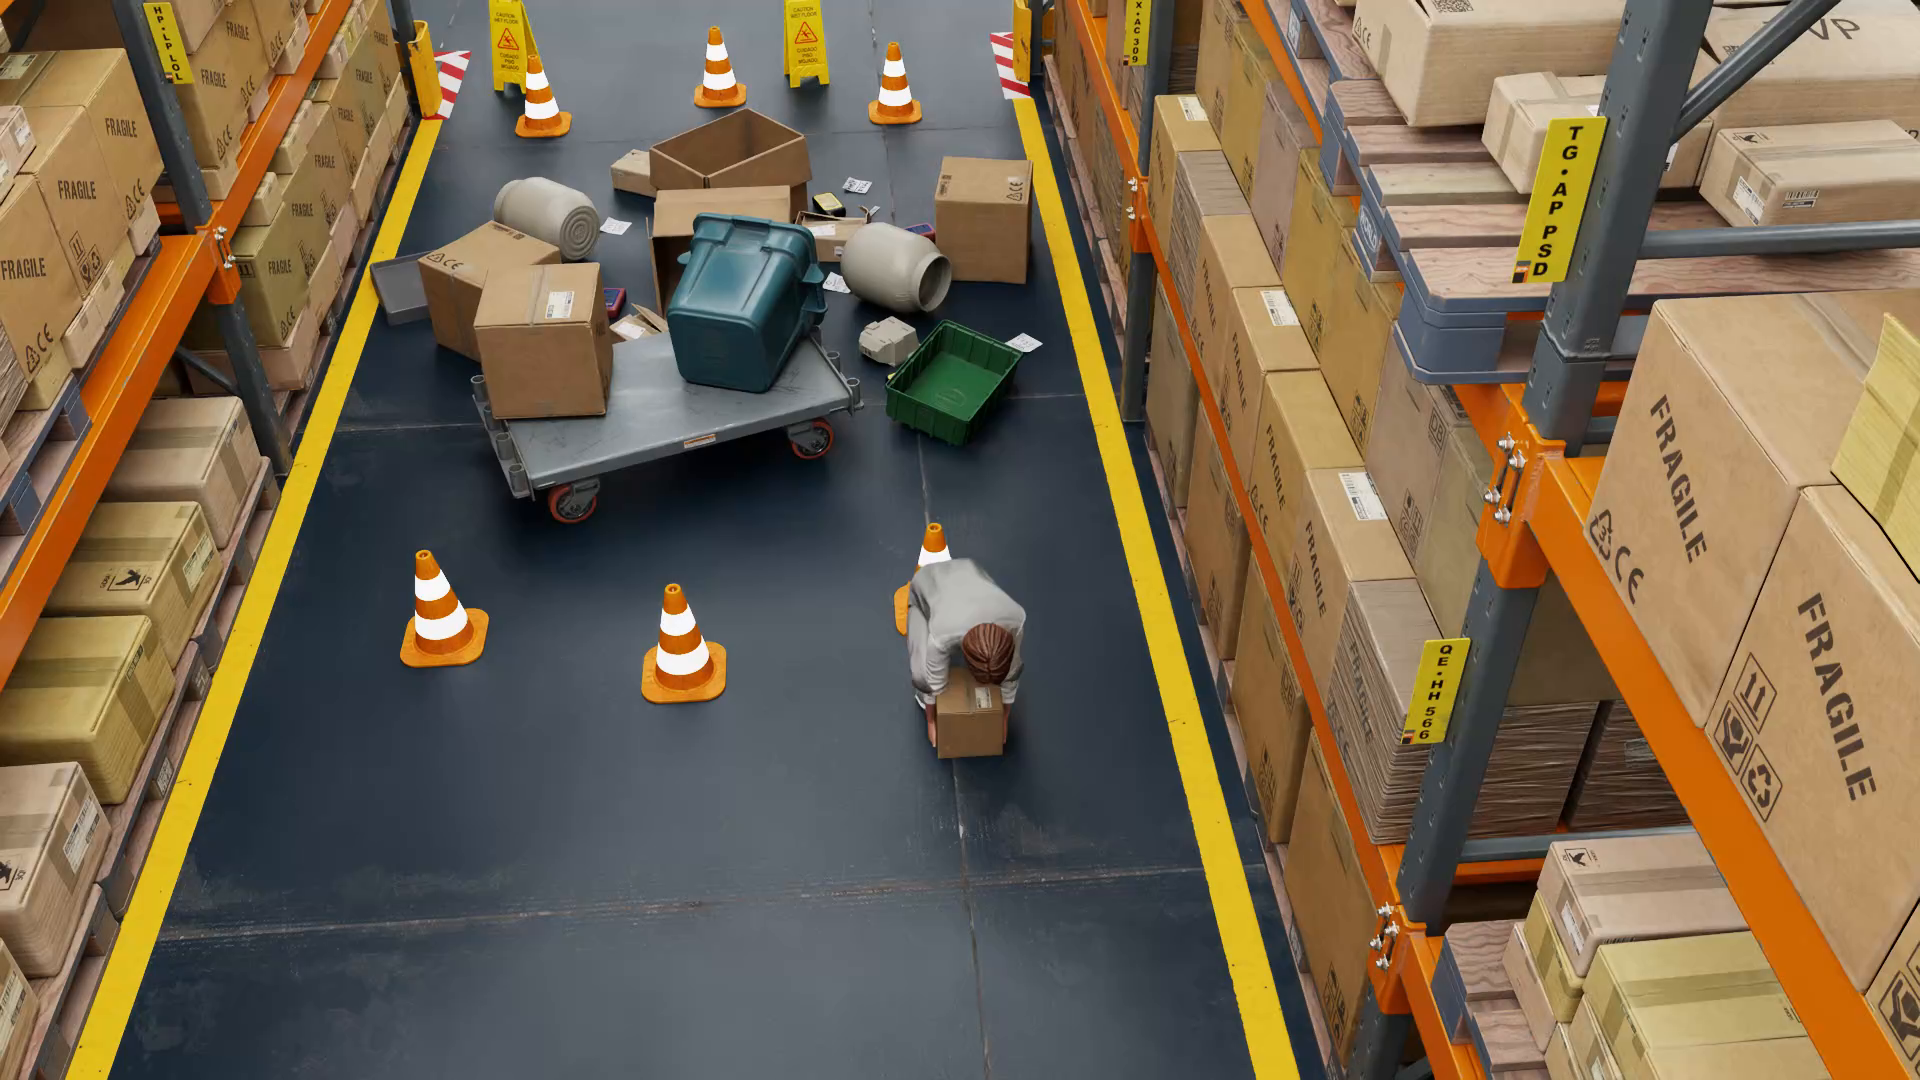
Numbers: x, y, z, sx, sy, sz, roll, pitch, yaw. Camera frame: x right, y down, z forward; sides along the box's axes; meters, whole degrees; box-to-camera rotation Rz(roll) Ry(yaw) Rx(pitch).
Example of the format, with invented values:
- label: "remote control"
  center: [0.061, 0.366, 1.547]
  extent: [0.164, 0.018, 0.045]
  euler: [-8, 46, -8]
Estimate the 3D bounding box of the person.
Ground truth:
- label: "person"
  center: [0.007, 0.099, 6.148]
  extent: [0.376, 1.469, 0.619]
  euler: [-5, 40, -6]
